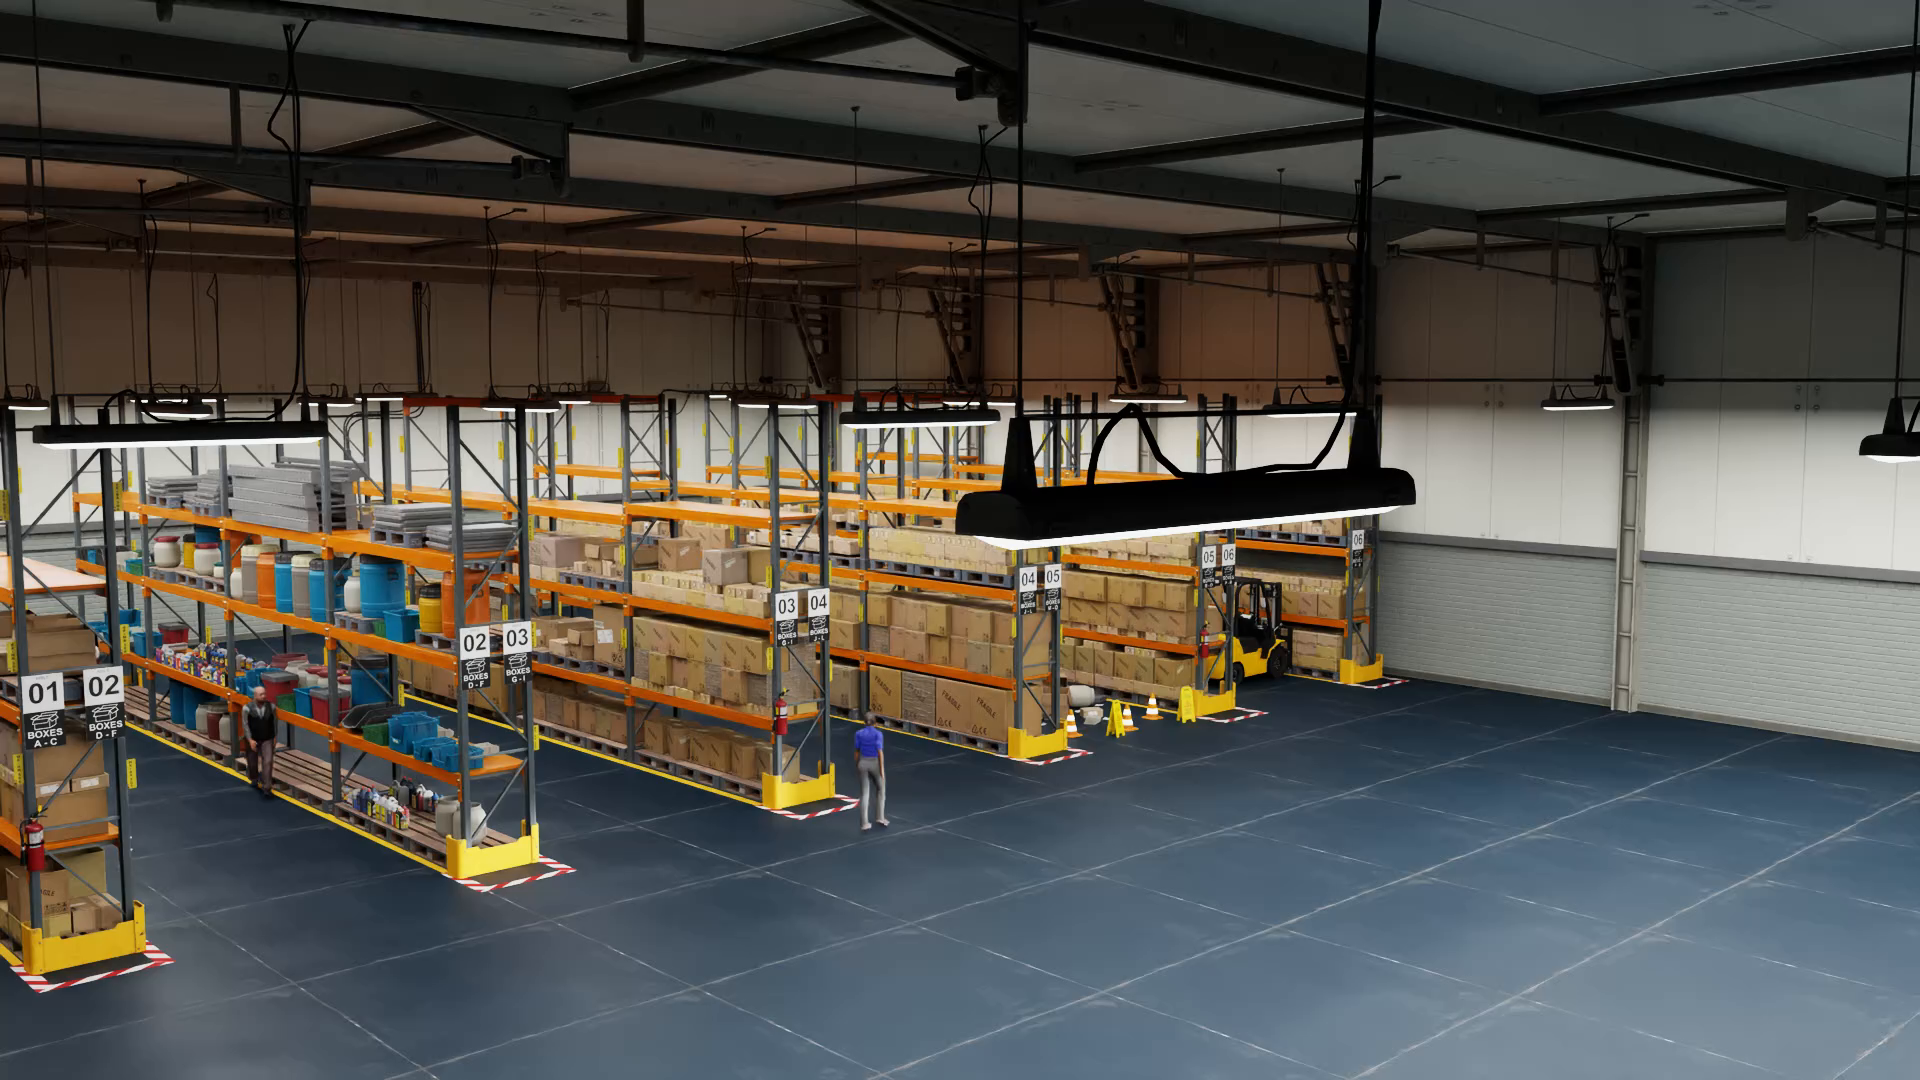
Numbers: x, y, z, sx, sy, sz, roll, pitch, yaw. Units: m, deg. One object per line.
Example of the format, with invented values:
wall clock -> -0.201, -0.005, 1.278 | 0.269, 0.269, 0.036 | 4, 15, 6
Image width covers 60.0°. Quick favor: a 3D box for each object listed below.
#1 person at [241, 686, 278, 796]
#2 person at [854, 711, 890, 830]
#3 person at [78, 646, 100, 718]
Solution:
person -> -10.671, 3.055, 25.386 | 0.523, 1.642, 1.098 | -3, 6, -27
person -> -1.276, 3.269, 23.486 | 0.478, 1.667, 0.676 | 1, 6, 13
person -> -16.133, 2.495, 30.699 | 0.565, 1.707, 0.991 | -4, 7, -38
